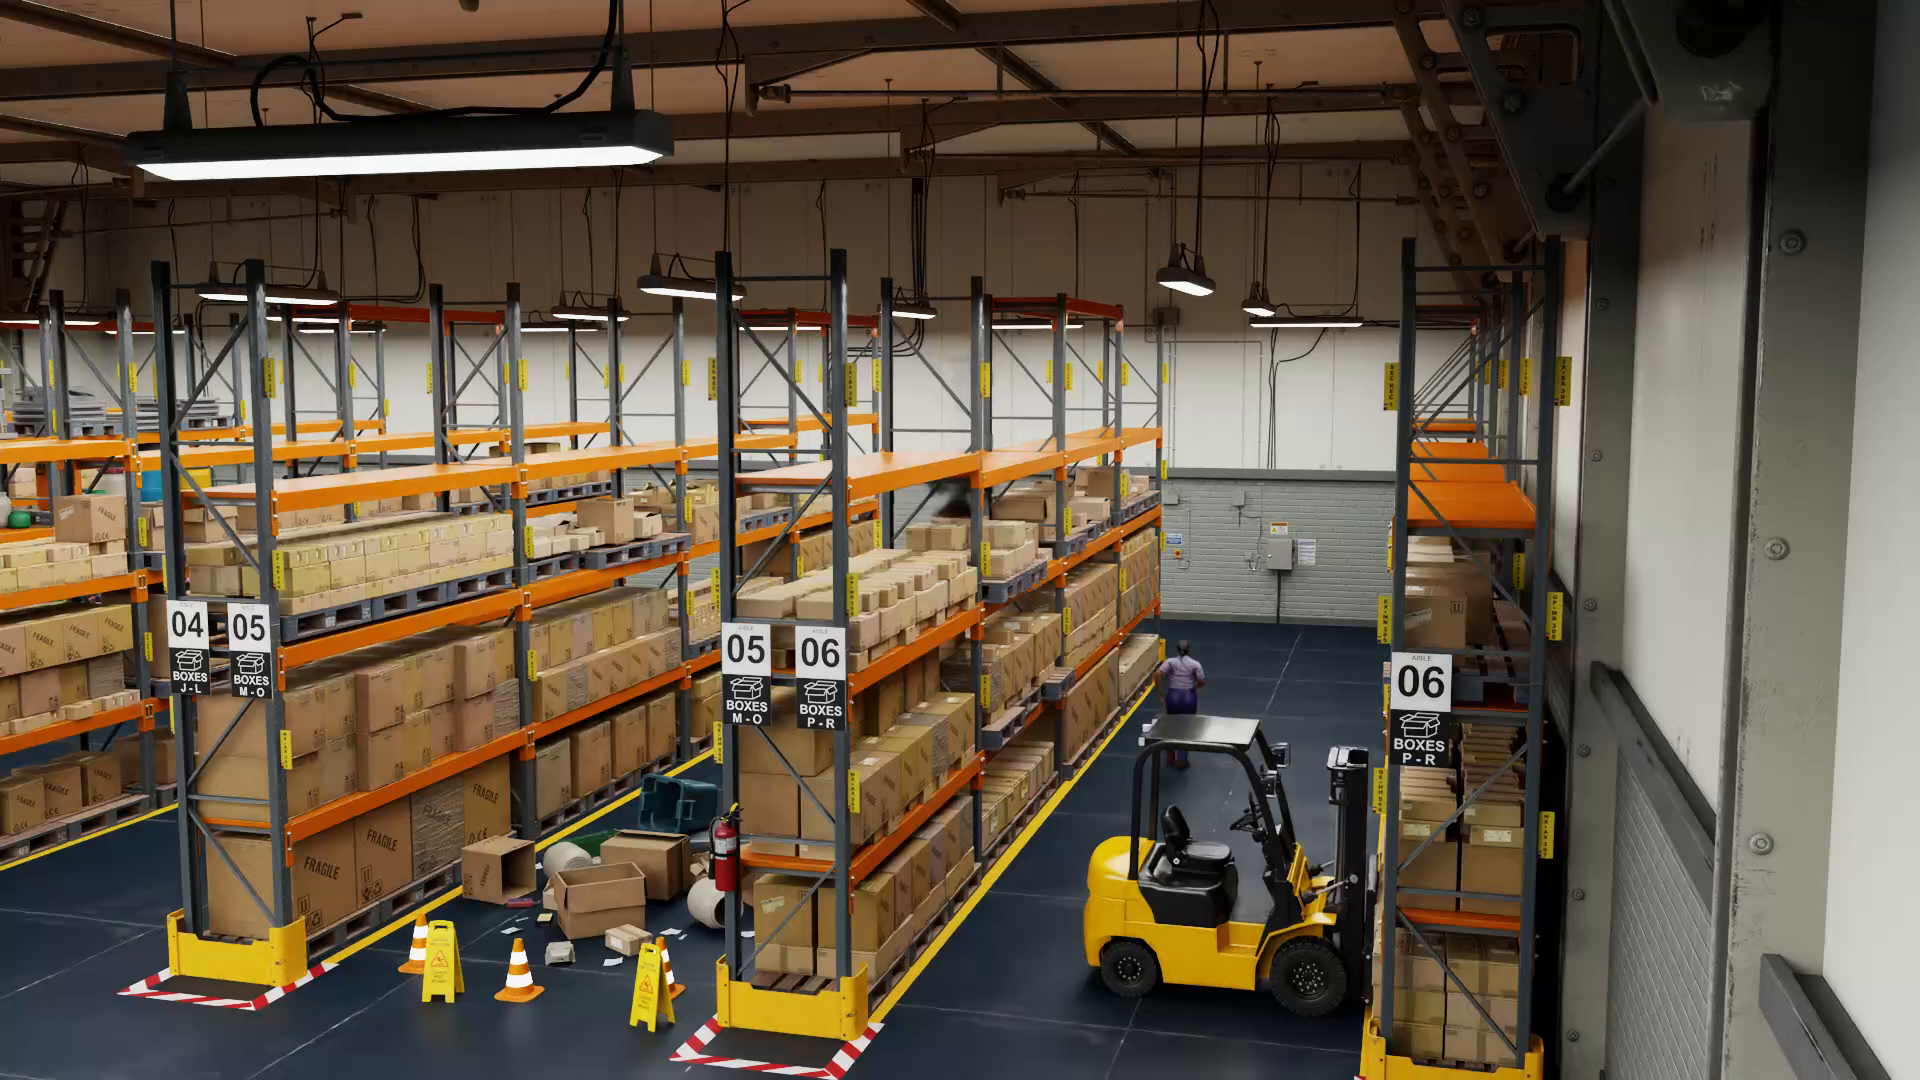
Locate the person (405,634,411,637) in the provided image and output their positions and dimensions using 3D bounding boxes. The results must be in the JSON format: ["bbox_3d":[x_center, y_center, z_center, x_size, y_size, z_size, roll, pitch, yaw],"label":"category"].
[{"bbox_3d":[-7.192,1.960,22.002,0.720,1.811,0.841,1,6,11],"label":"person"}]

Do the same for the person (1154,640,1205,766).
[{"bbox_3d":[2.848,2.096,21.476,0.626,1.644,0.637,2,6,16],"label":"person"}]
